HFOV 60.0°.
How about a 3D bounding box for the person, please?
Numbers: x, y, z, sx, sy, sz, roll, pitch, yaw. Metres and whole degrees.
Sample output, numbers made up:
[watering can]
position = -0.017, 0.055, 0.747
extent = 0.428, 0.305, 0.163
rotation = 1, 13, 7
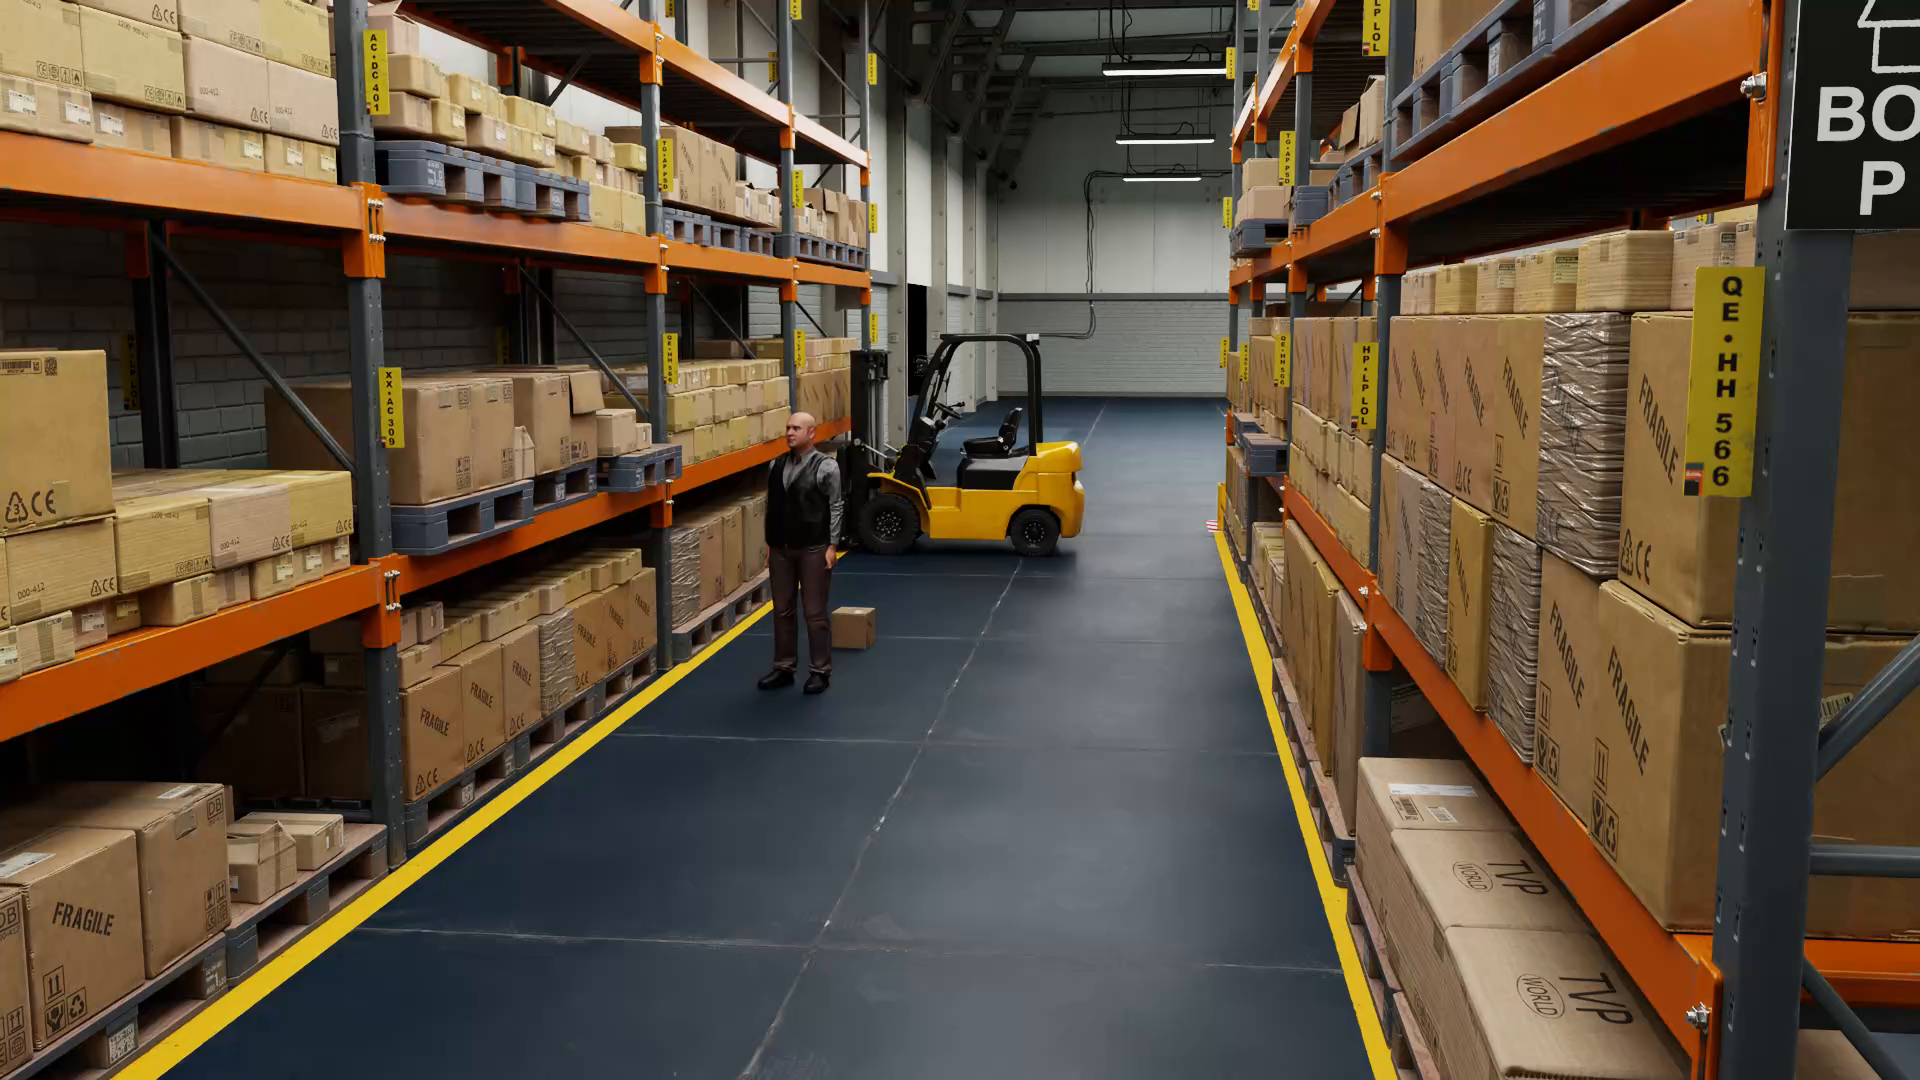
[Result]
[person]
position = -0.992, 0.071, 10.341
extent = 0.527, 1.725, 0.356
rotation = 3, 8, 23
